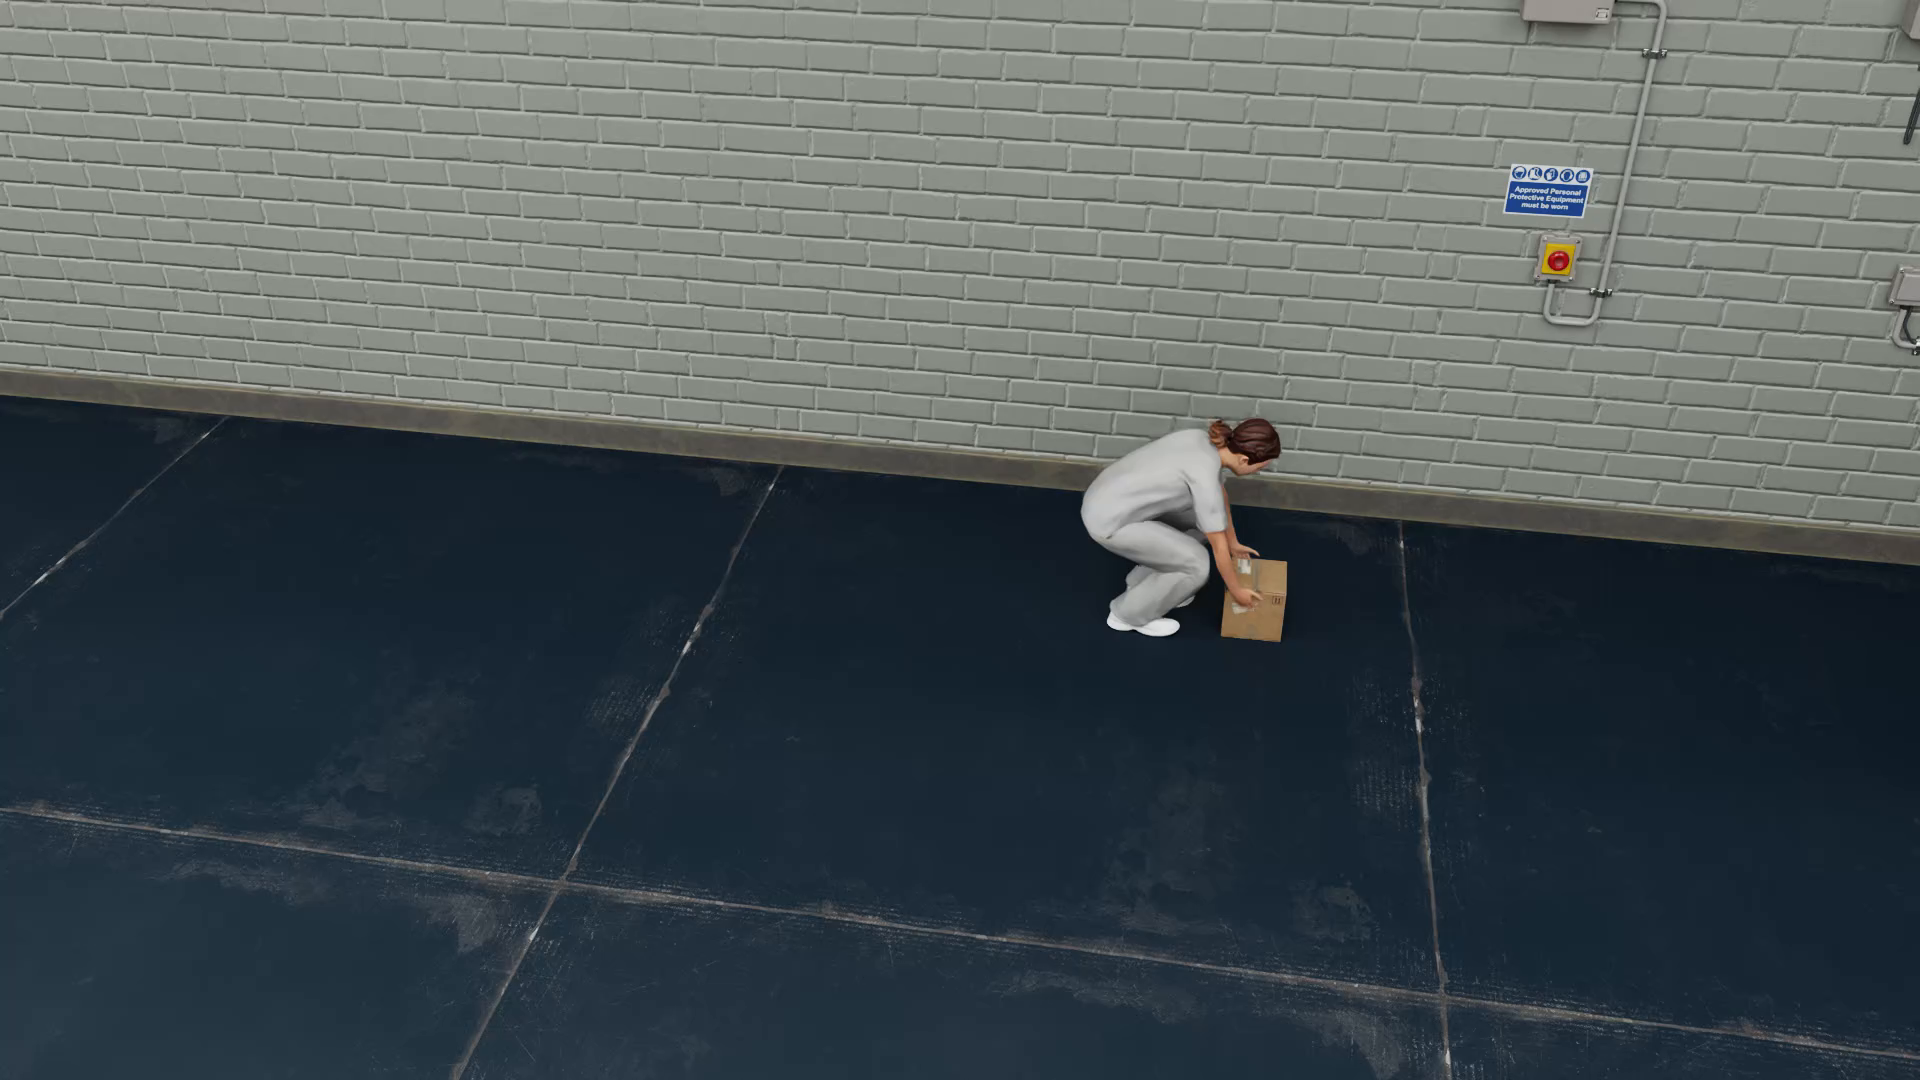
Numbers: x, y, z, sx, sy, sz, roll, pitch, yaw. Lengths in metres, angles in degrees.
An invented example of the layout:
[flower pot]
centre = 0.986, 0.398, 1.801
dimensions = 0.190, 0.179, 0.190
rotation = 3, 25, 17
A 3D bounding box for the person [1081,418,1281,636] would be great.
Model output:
[person]
centre = 0.905, -0.085, 6.949
dimensions = 0.790, 0.951, 0.486
rotation = 5, 33, 8
